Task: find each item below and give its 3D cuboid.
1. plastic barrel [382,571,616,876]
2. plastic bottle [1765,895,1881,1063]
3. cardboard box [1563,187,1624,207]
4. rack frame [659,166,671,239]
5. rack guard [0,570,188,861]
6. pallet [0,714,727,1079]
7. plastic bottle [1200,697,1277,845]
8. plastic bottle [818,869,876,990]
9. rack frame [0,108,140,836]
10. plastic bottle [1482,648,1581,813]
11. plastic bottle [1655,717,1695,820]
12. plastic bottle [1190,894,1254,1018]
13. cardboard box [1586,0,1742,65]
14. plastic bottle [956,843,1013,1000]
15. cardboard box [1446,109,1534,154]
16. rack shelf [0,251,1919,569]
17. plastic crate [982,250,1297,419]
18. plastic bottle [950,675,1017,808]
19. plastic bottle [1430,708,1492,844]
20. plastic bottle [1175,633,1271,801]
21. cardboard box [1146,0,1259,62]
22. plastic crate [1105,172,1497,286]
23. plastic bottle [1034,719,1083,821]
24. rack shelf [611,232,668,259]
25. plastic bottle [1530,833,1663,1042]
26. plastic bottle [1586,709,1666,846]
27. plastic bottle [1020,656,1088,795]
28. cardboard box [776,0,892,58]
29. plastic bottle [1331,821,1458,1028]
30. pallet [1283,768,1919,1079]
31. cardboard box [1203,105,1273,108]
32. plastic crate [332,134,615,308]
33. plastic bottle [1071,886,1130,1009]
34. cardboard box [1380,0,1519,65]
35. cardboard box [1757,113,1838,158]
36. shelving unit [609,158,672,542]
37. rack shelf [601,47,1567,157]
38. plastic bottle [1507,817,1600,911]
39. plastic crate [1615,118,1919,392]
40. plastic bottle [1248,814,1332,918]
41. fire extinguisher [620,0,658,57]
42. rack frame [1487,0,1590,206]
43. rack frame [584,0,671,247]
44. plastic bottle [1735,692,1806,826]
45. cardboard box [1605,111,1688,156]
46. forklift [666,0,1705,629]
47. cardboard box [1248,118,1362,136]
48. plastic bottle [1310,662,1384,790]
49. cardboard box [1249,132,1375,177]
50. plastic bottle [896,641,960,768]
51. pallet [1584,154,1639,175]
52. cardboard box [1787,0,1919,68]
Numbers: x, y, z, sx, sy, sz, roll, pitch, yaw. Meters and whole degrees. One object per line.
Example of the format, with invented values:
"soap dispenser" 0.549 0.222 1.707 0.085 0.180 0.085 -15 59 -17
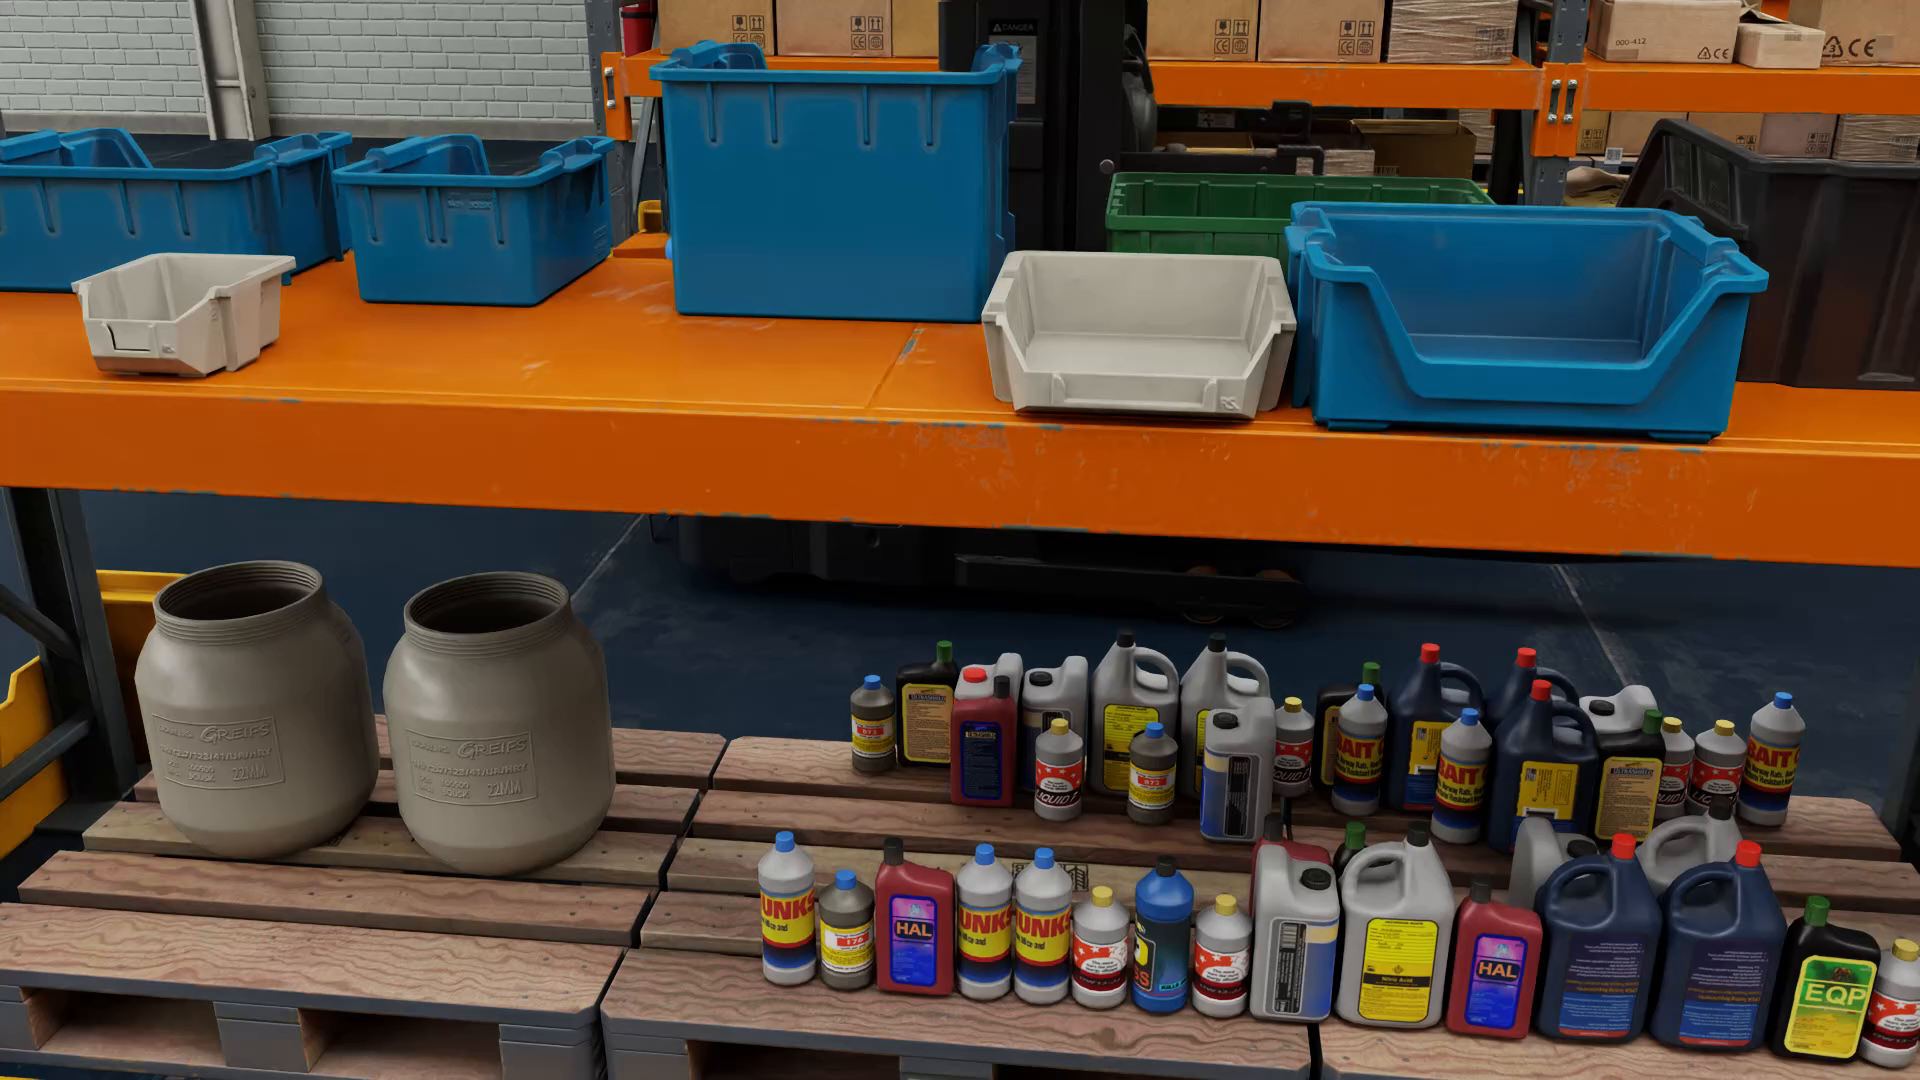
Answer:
"plastic barrel" -0.902 0.357 3.270 0.421 0.512 0.421 0 22 0
"plastic bottle" 1.393 0.704 2.675 0.133 0.283 0.061 4 22 9
"cardboard box" 2.878 -1.331 7.132 0.500 0.311 0.500 3 22 6
"rack frame" -0.848 -0.600 5.296 0.006 1.200 0.240 -1 21 7
"rack guard" -1.981 0.522 3.441 0.348 0.500 1.175 2 22 6
"pallet" -1.175 0.693 3.400 1.213 0.211 1.003 2 22 6
"plastic bottle" 0.555 0.450 3.327 0.135 0.276 0.152 2 22 6
"plastic bottle" -0.196 0.666 2.882 0.097 0.201 0.097 0 22 0
"rack frame" -2.062 -0.627 2.946 0.127 3.000 1.000 2 22 6
"plastic bottle" 1.157 0.387 3.386 0.185 0.351 0.144 3 22 8
"plastic bottle" 1.443 0.460 3.404 0.097 0.201 0.097 0 22 0
"plastic bottle" 0.444 0.694 2.812 0.097 0.201 0.097 0 22 0
"cardboard box" 2.991 -2.187 7.096 0.500 0.250 0.500 4 22 10
"plastic bottle" 0.042 0.644 2.843 0.097 0.271 0.097 0 22 0
"cardboard box" 3.809 -3.087 11.971 0.500 0.500 0.700 3 22 8
"rack shelf" -0.076 -0.206 2.859 4.000 0.370 1.077 2 22 6
"plastic crate" 0.268 -0.309 2.501 0.437 0.136 0.530 2 22 6
"plastic bottle" 0.048 0.411 3.417 0.133 0.283 0.061 2 22 6
"plastic bottle" 0.999 0.462 3.305 0.097 0.271 0.097 0 22 0
"plastic bottle" 0.548 0.360 3.453 0.185 0.351 0.144 2 22 6
"cardboard box" 1.033 -2.369 7.217 0.500 0.500 0.700 3 22 7
"plastic crate" 0.595 -0.517 2.956 0.662 0.188 0.450 2 22 6
"plastic bottle" 0.202 0.462 3.398 0.097 0.201 0.097 0 22 0
"rack shelf" -0.959 -0.891 5.192 0.180 0.103 0.258 -1 21 7
"plastic bottle" 1.046 0.642 2.740 0.185 0.351 0.144 1 22 4
"plastic bottle" 1.309 0.466 3.278 0.133 0.283 0.061 2 22 6
"plastic bottle" 0.198 0.381 3.502 0.135 0.276 0.152 2 22 5
"cardboard box" -0.491 -2.436 7.386 0.500 0.500 0.700 3 22 8
"plastic bottle" 0.725 0.628 2.775 0.185 0.351 0.144 2 22 6
"pallet" 1.248 0.799 3.133 1.213 0.211 1.003 2 22 6
"cardboard box" 2.040 -3.144 12.113 0.500 0.500 0.500 1 22 2
"plastic crate" -0.886 -0.615 3.119 0.408 0.251 0.499 2 22 6
"plastic bottle" 0.240 0.685 2.834 0.097 0.201 0.097 0 22 0
"cardboard box" 2.055 -2.326 7.107 0.500 0.500 0.700 2 22 5
"cardboard box" 5.829 -3.017 11.793 0.500 0.500 0.700 2 22 6
"shelving unit" -0.939 -0.598 5.306 0.189 1.200 0.258 -1 21 7
"rack shelf" 0.510 -2.014 7.433 4.000 0.370 1.077 2 22 6
"plastic bottle" 1.038 0.622 2.893 0.135 0.276 0.152 2 22 6
"plastic crate" 1.405 -0.494 2.694 0.504 0.338 0.767 2 22 6
"plastic bottle" 0.576 0.612 2.907 0.133 0.283 0.061 2 22 6
"fire extinguisher" -1.538 -2.574 7.976 0.183 0.674 0.296 2 22 6
"rack frame" 2.497 -2.262 7.082 0.127 3.000 1.000 2 22 6
"rack frame" -1.476 -2.435 7.520 0.127 3.000 1.000 2 22 6
"plastic bottle" 1.645 0.436 3.369 0.097 0.271 0.097 0 22 0
"cardboard box" 4.830 -3.047 11.868 0.500 0.500 0.700 3 22 7
"forklift" 0.704 -1.318 4.787 3.031 2.935 1.130 3 22 9
"cardboard box" 1.575 -1.681 7.760 0.500 0.500 0.500 2 22 6
"plastic bottle" 0.811 0.388 3.476 0.133 0.283 0.061 3 22 9
"cardboard box" 1.515 -1.494 7.287 0.500 0.500 0.500 2 22 6
"plastic bottle" -0.069 0.349 3.572 0.133 0.283 0.061 3 22 8
"pallet" 5.064 -2.689 11.955 1.213 0.211 1.003 2 22 6
"cardboard box" 3.780 -2.247 6.907 0.500 0.500 0.500 4 22 10
